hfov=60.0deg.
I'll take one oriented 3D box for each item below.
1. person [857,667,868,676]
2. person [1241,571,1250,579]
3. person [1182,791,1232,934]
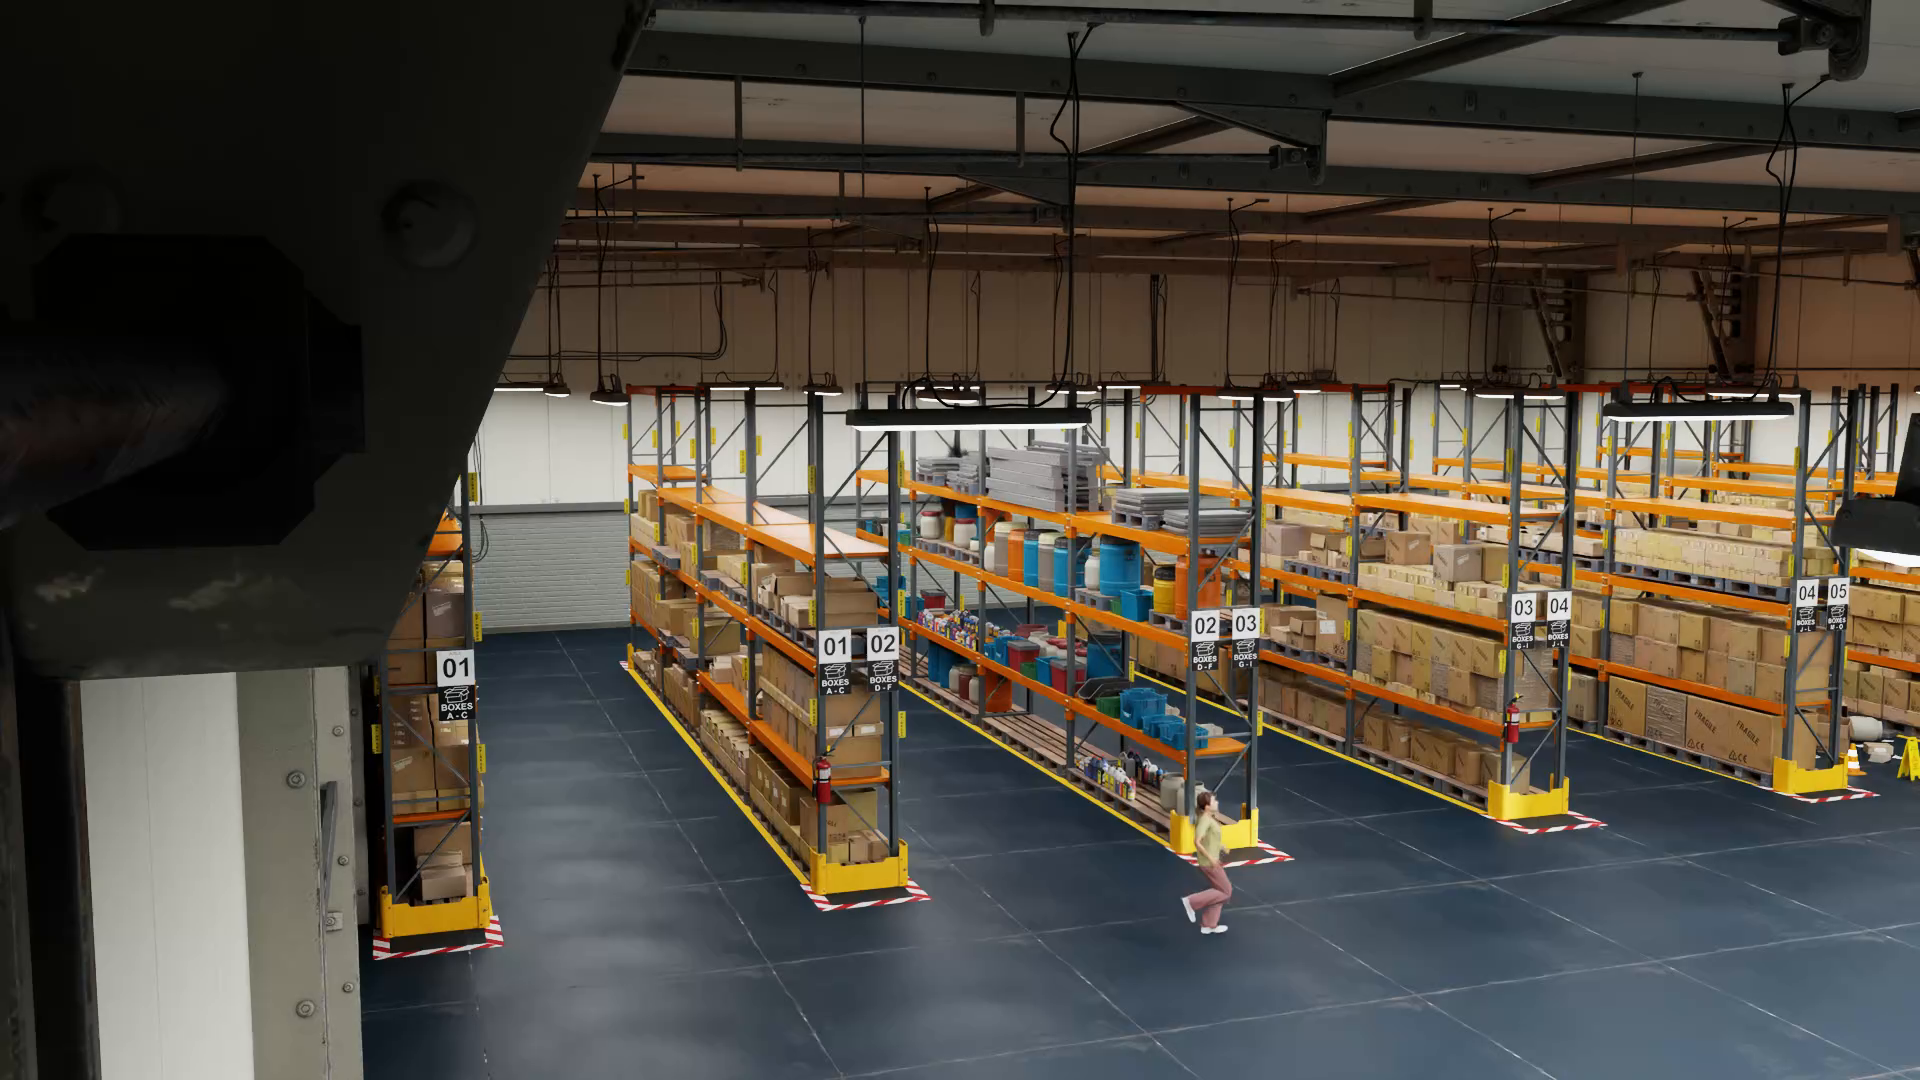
[{"bbox_3d":[-1.624,2.174,29.064,0.678,1.746,0.570,-3,7,-26],"label":"person"},{"bbox_3d":[6.982,1.302,41.351,0.491,1.536,0.653,0,6,0],"label":"person"},{"bbox_3d":[2.770,3.613,18.645,0.558,1.620,0.594,0,6,4],"label":"person"}]
